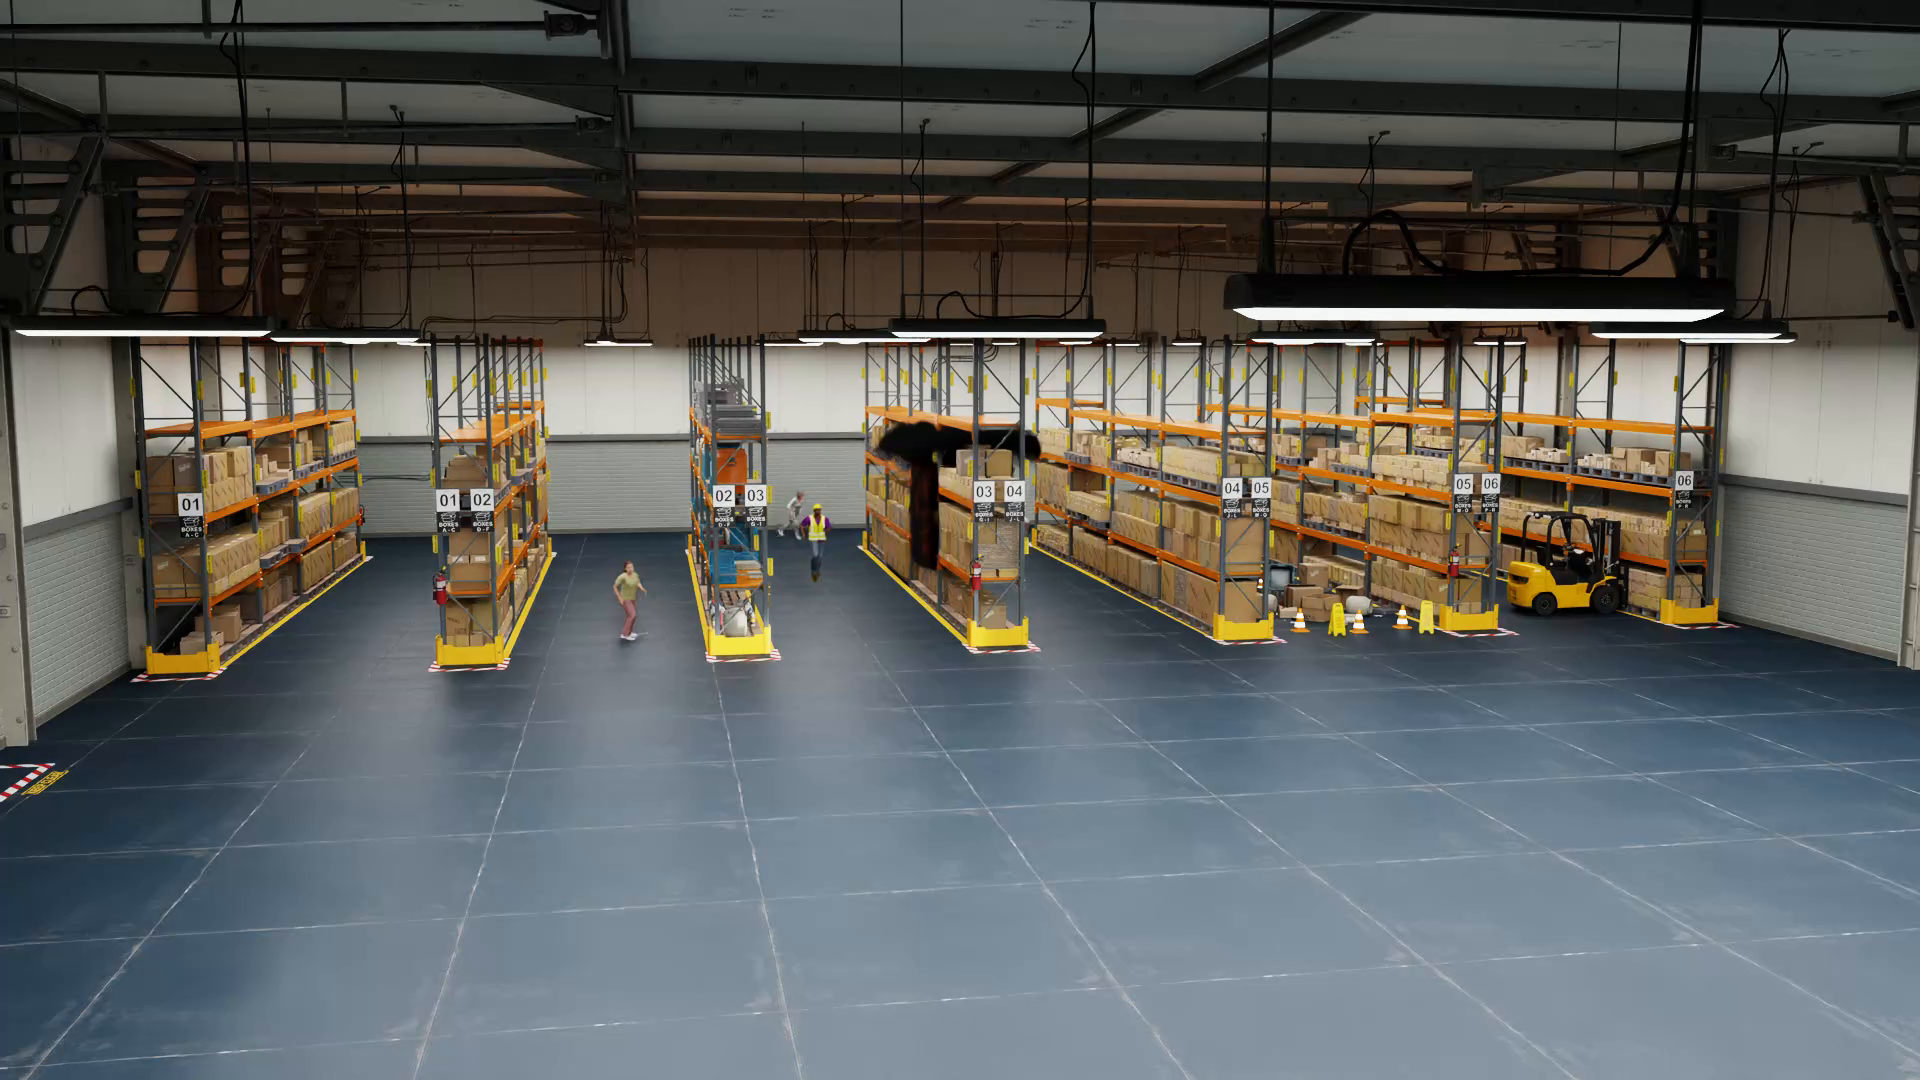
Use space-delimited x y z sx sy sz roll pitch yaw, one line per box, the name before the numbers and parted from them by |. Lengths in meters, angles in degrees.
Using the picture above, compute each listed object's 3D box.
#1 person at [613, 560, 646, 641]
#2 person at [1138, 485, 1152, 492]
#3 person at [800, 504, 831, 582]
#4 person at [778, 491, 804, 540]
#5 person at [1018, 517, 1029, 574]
person | -6.524 1.185 32.891 0.734 1.603 0.616 3 7 27
person | 5.752 -1.097 51.810 0.855 1.834 0.656 -4 8 -30
person | -3.388 0.068 39.465 0.685 1.845 0.712 -3 7 -21
person | -5.104 -0.758 50.314 0.970 1.454 0.519 5 8 39
person | 1.294 0.105 39.449 0.743 1.740 0.990 -3 7 -22
